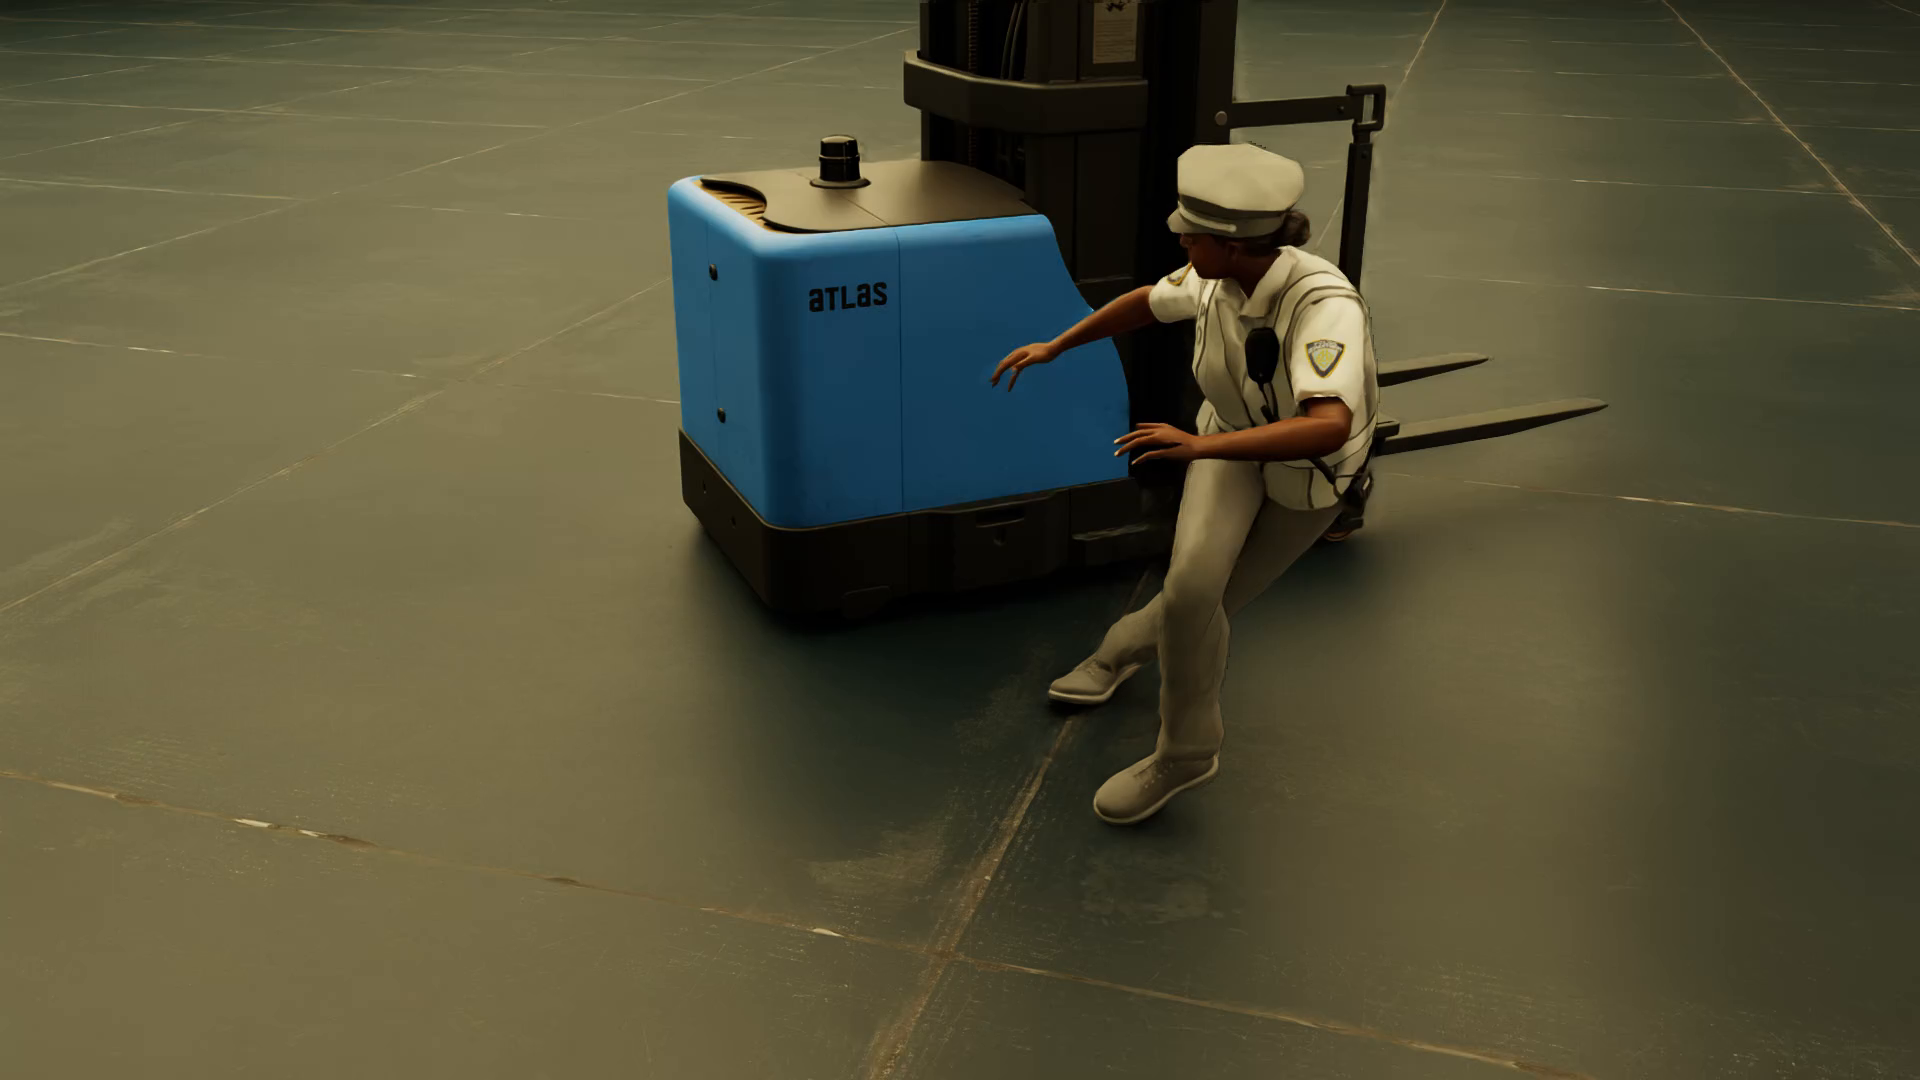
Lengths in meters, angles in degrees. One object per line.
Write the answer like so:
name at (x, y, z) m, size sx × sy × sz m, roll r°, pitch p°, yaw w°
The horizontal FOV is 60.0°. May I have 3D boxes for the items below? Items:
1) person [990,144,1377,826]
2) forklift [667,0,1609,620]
person at (0.431, -0.113, 3.502) m, size 0.907 × 1.425 × 0.909 m, roll 14°, pitch 26°, yaw 30°
forklift at (0.689, -1.494, 4.900) m, size 3.031 × 2.935 × 1.130 m, roll -10°, pitch 24°, yaw -22°
